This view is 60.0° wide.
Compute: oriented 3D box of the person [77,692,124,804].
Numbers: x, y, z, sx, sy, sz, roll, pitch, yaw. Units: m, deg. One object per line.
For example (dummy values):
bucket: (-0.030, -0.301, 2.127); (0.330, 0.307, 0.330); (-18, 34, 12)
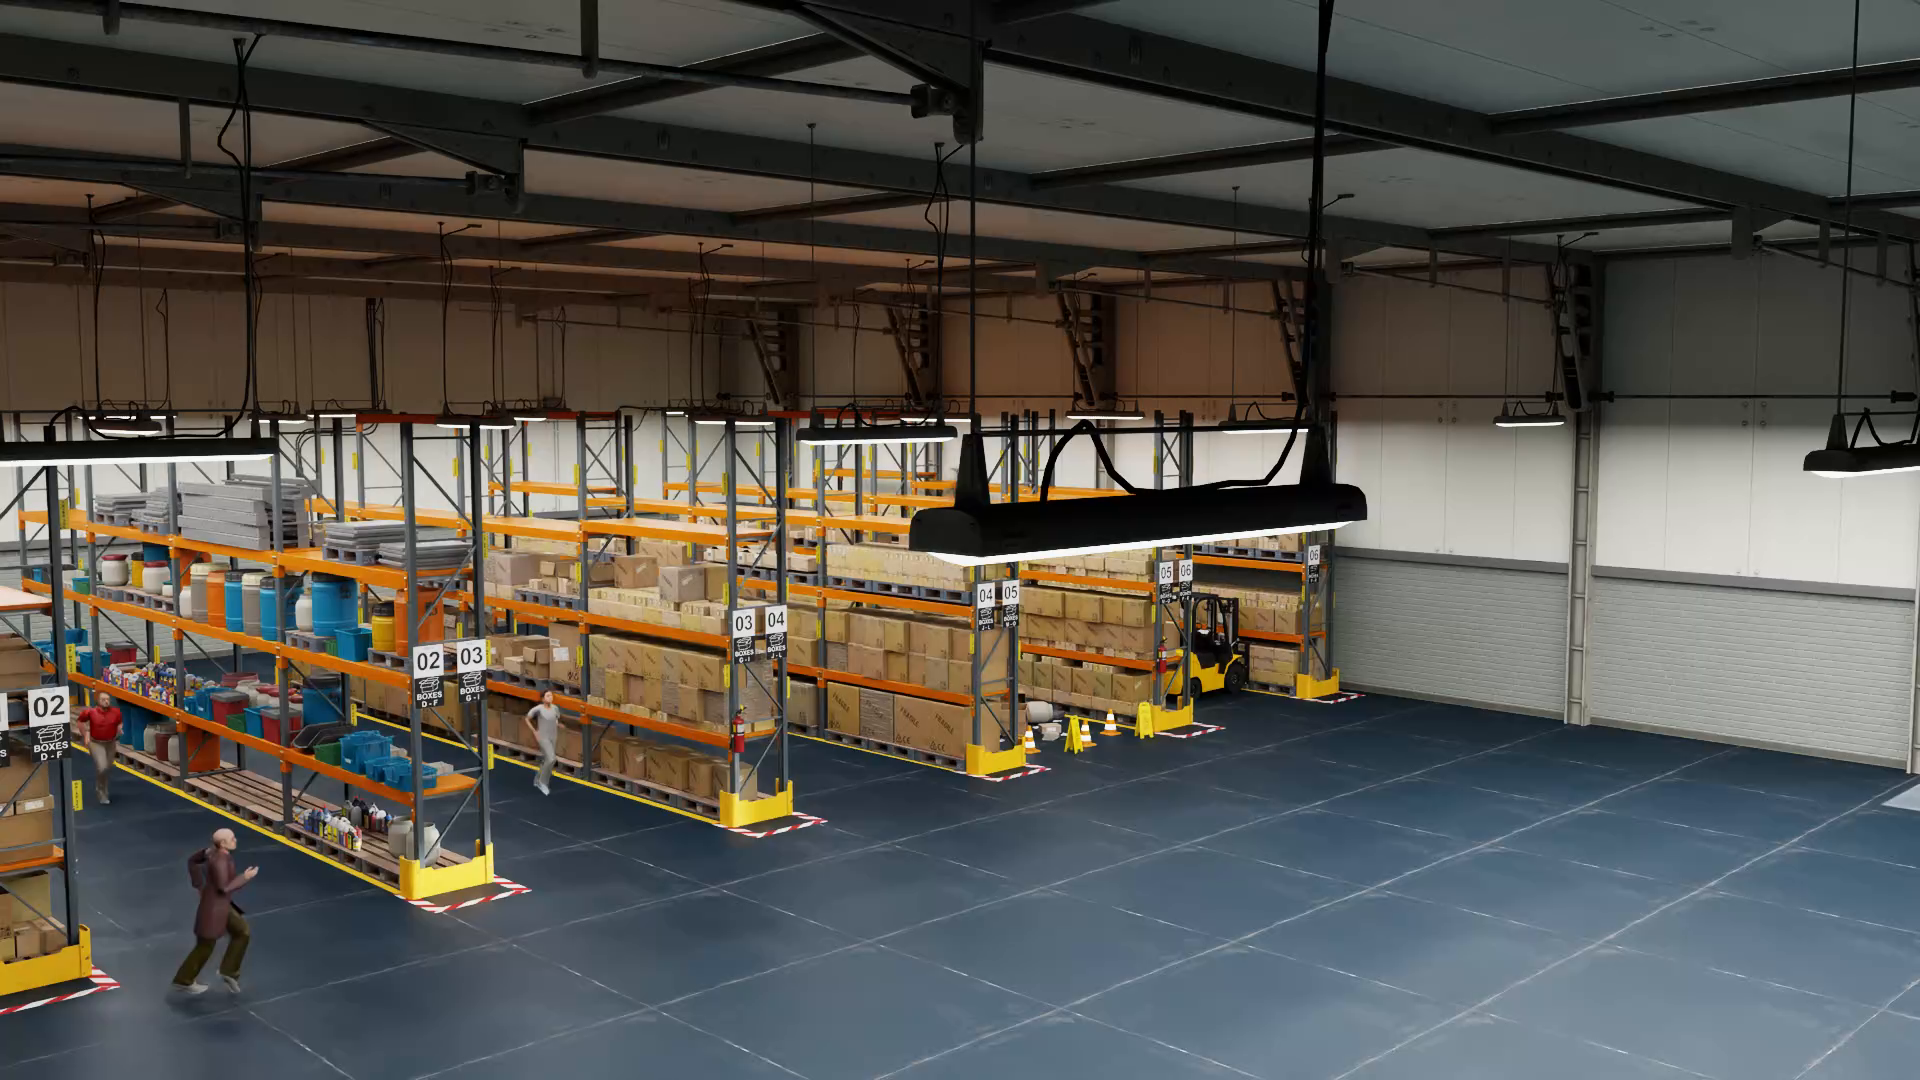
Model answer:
person: (-13.378, 3.252, 25.974); (0.889, 1.788, 0.591); (4, 6, 37)

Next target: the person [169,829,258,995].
person: (-7.845, 3.947, 17.478); (0.904, 1.842, 0.669); (-2, 5, -18)

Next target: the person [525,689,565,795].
person: (-6.575, 3.205, 26.496); (0.685, 1.684, 0.540); (4, 6, 37)
